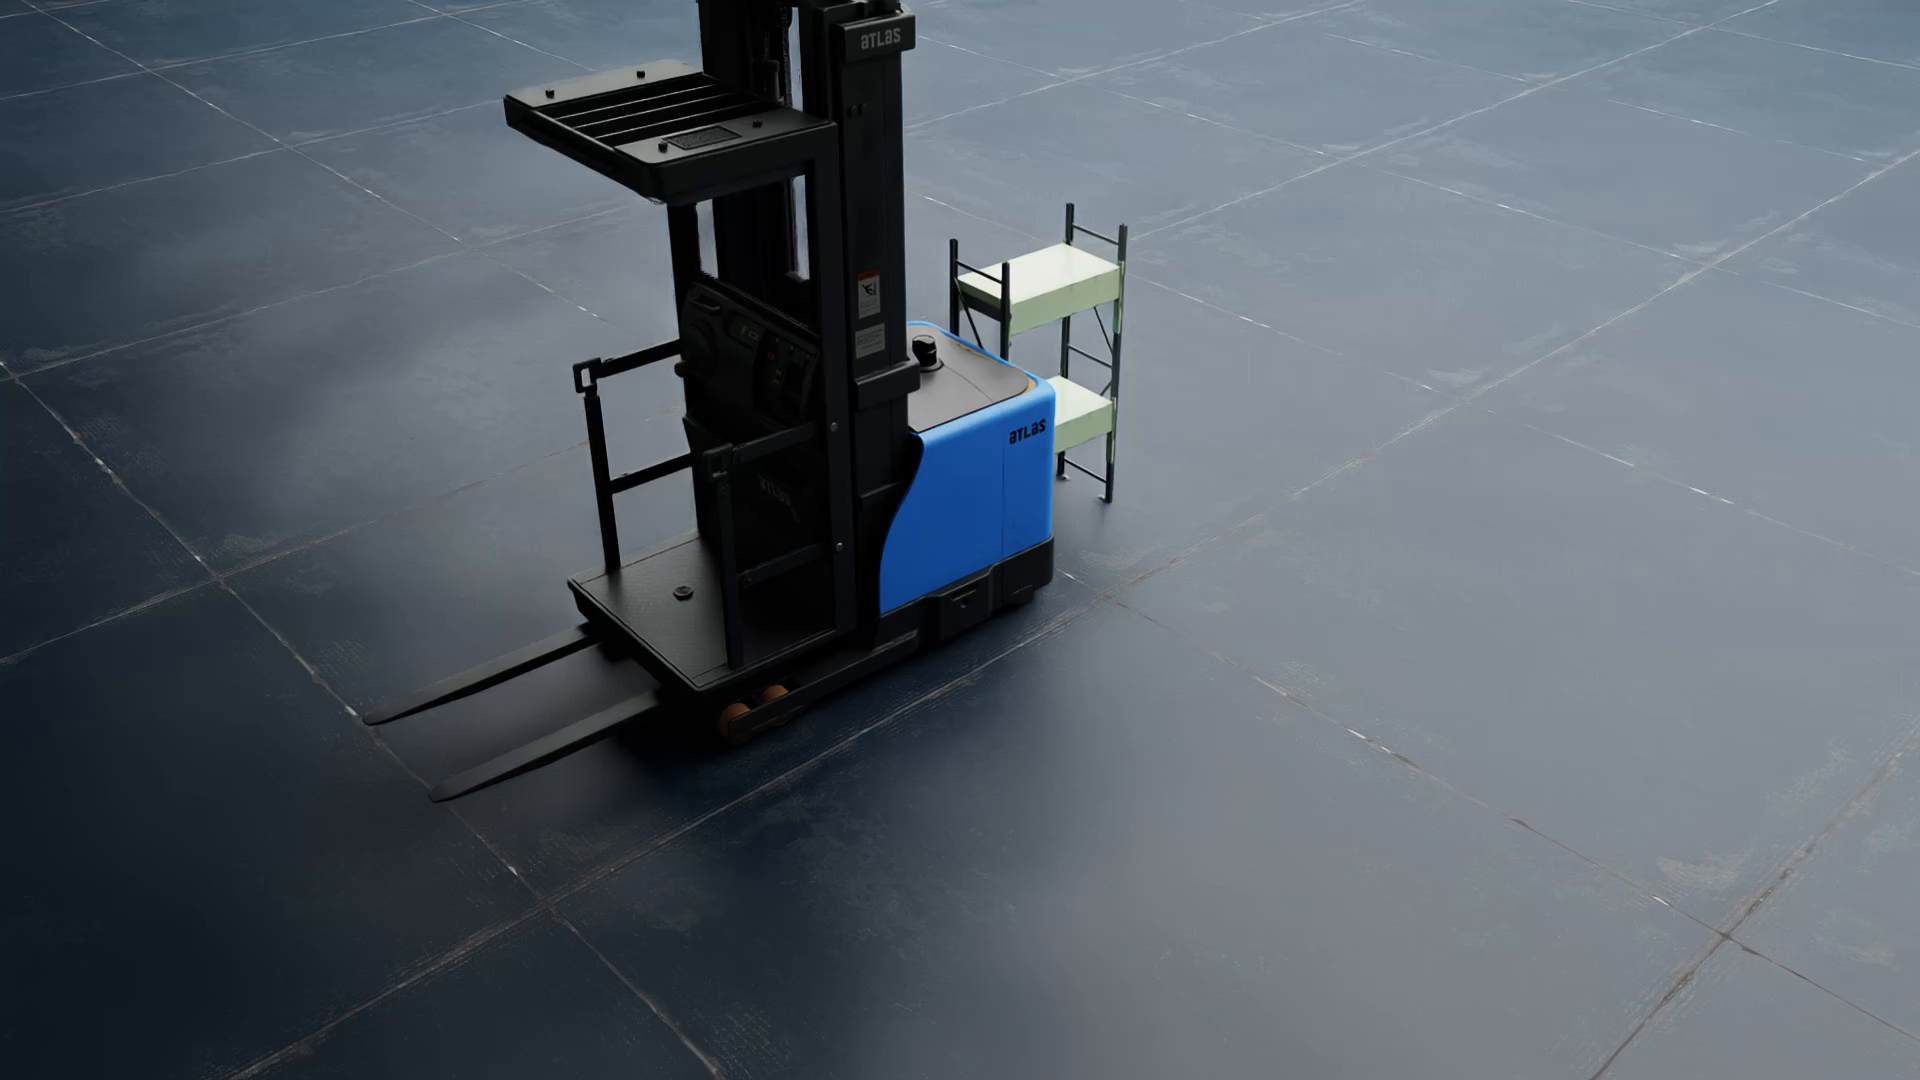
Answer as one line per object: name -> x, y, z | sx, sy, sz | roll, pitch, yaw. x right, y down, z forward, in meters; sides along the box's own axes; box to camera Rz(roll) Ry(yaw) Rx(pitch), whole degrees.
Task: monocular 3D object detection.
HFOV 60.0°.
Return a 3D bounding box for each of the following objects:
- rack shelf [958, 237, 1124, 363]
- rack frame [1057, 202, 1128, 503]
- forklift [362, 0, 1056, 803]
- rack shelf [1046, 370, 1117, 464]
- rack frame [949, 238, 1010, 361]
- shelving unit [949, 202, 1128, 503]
rack shelf -> 0.369, -1.123, 7.900 | 0.720, 0.370, 0.431 | -23, 39, -33
rack frame -> 0.650, -0.912, 8.304 | 0.023, 1.500, 0.400 | -23, 39, -33
forklift -> -1.018, -0.717, 6.614 | 3.031, 2.935, 1.130 | -23, 39, -33
rack shelf -> 0.369, -0.512, 8.274 | 0.720, 0.370, 0.431 | -23, 39, -33
rack frame -> 0.087, -0.668, 7.904 | 0.023, 1.500, 0.400 | -23, 39, -33
shelving unit -> 0.369, -0.790, 8.104 | 0.755, 1.500, 0.431 | -23, 39, -33
